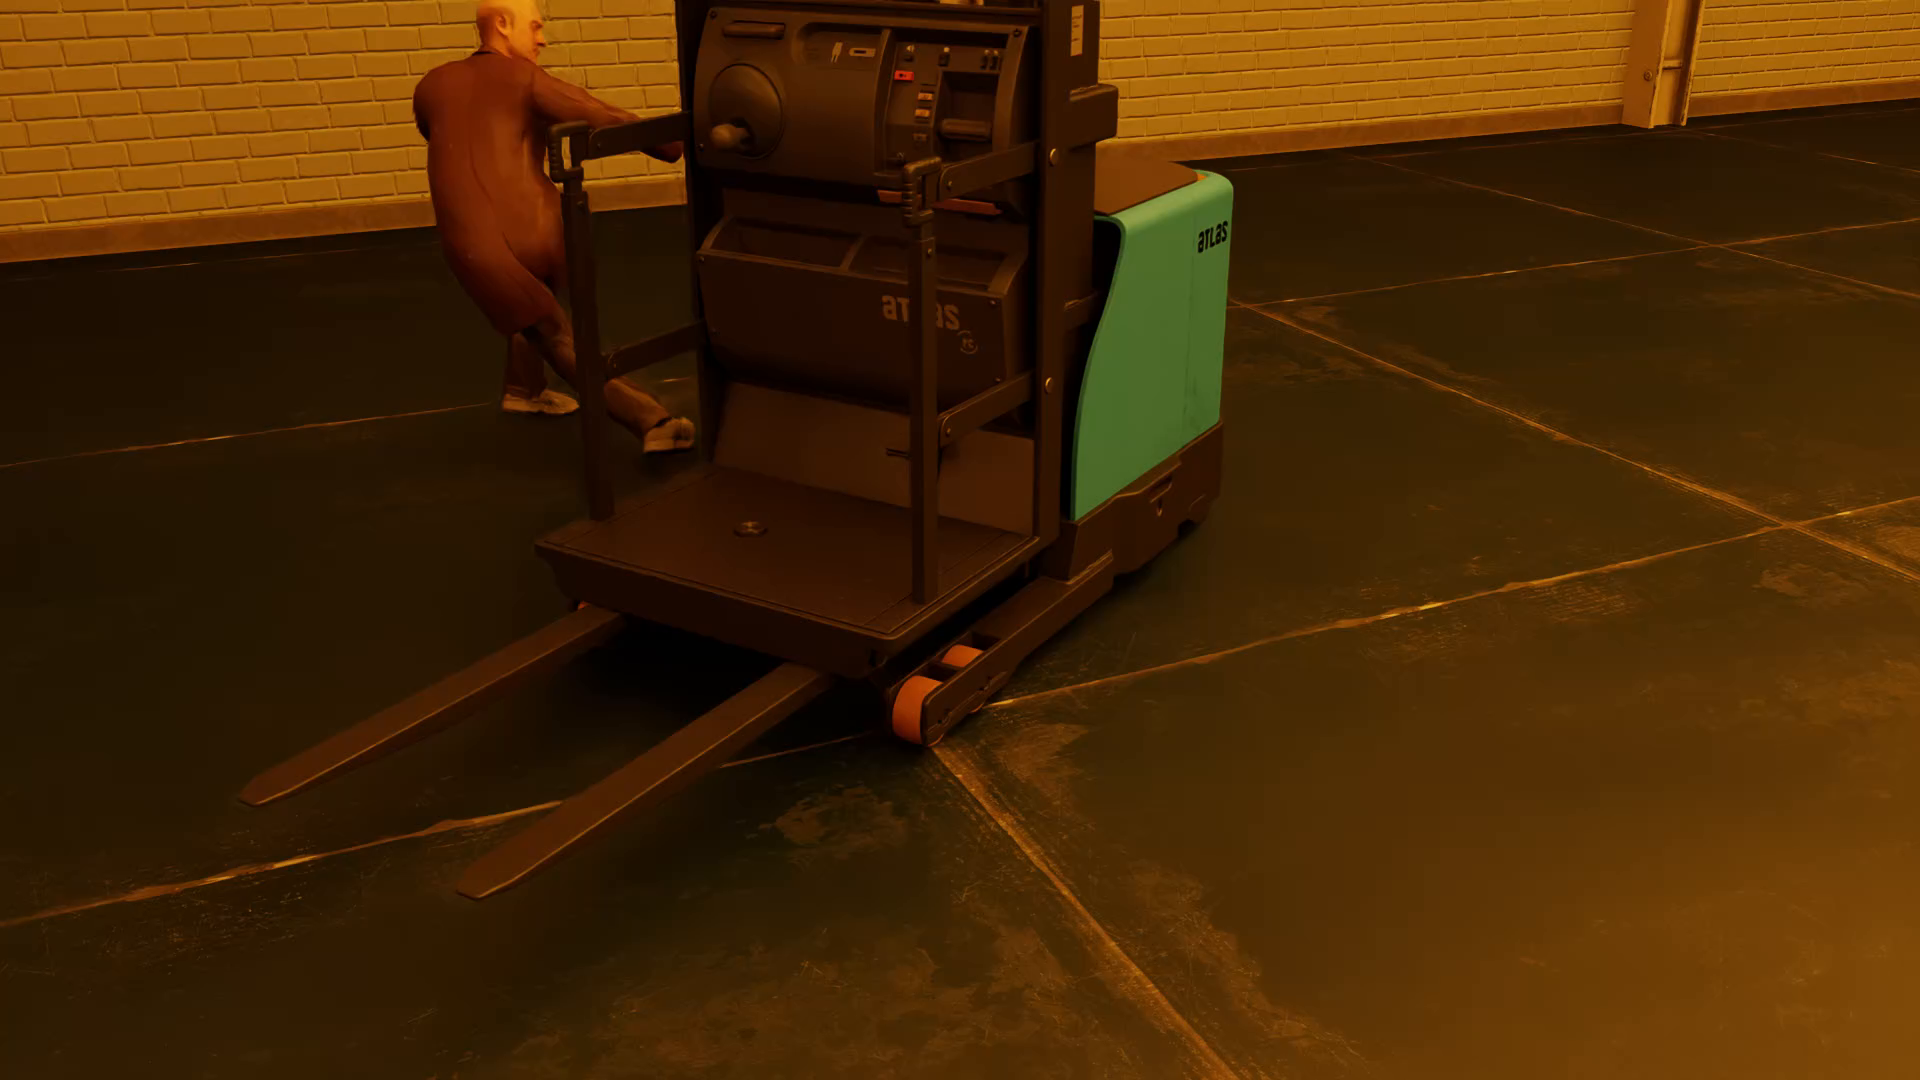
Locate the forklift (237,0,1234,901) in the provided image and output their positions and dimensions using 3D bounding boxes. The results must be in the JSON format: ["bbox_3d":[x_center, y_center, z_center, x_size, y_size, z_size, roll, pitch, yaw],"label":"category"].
[{"bbox_3d":[-0.367,-1.067,3.856,1.130,2.935,3.031,13,26,29],"label":"forklift"}]

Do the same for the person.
[{"bbox_3d":[-1.358,-1.092,5.764,1.020,1.548,1.096,-2,23,-5],"label":"person"}]
